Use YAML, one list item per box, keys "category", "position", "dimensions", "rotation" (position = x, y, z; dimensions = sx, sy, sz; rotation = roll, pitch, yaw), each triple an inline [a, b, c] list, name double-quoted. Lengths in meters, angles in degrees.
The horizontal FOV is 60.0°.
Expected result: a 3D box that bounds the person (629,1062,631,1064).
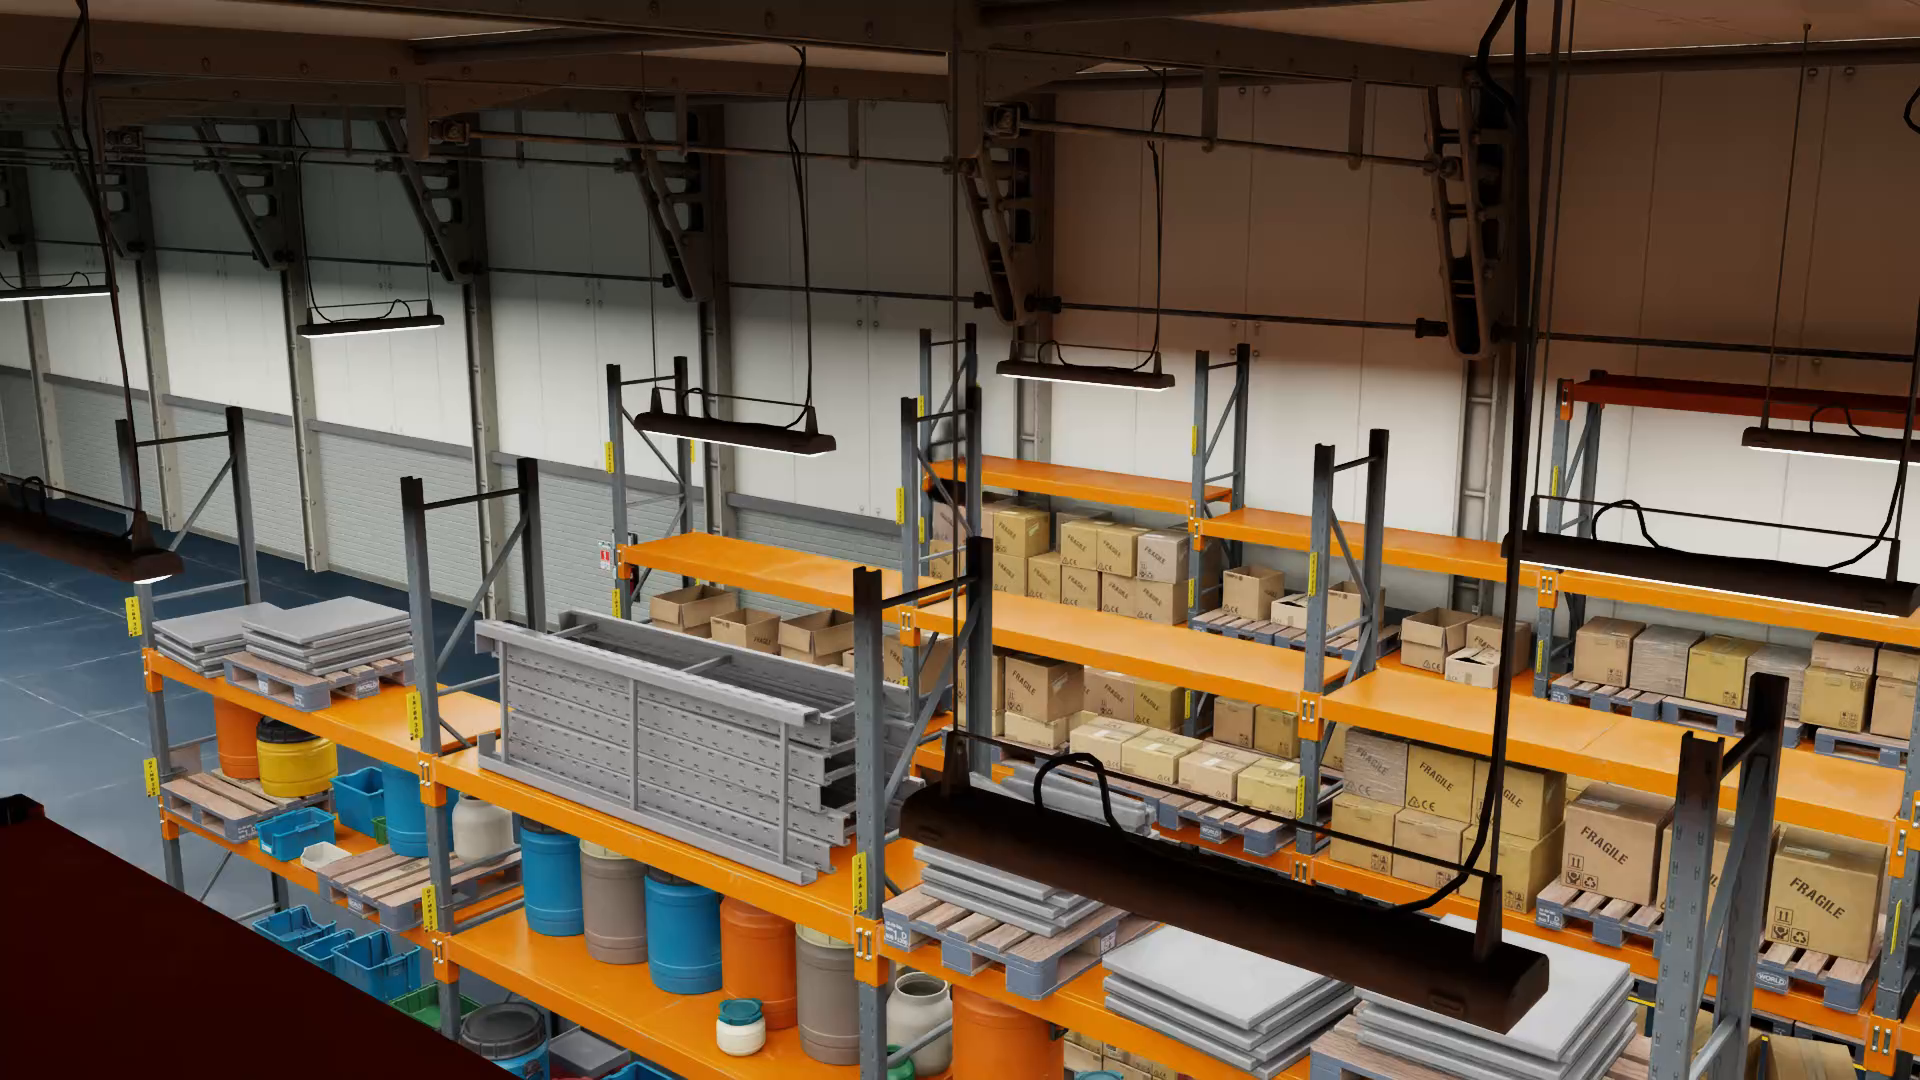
- category: "person"
  position: [-2.965, 4.098, 14.079]
  dimensions: [0.648, 1.834, 0.769]
  rotation: [-12, 17, -43]
